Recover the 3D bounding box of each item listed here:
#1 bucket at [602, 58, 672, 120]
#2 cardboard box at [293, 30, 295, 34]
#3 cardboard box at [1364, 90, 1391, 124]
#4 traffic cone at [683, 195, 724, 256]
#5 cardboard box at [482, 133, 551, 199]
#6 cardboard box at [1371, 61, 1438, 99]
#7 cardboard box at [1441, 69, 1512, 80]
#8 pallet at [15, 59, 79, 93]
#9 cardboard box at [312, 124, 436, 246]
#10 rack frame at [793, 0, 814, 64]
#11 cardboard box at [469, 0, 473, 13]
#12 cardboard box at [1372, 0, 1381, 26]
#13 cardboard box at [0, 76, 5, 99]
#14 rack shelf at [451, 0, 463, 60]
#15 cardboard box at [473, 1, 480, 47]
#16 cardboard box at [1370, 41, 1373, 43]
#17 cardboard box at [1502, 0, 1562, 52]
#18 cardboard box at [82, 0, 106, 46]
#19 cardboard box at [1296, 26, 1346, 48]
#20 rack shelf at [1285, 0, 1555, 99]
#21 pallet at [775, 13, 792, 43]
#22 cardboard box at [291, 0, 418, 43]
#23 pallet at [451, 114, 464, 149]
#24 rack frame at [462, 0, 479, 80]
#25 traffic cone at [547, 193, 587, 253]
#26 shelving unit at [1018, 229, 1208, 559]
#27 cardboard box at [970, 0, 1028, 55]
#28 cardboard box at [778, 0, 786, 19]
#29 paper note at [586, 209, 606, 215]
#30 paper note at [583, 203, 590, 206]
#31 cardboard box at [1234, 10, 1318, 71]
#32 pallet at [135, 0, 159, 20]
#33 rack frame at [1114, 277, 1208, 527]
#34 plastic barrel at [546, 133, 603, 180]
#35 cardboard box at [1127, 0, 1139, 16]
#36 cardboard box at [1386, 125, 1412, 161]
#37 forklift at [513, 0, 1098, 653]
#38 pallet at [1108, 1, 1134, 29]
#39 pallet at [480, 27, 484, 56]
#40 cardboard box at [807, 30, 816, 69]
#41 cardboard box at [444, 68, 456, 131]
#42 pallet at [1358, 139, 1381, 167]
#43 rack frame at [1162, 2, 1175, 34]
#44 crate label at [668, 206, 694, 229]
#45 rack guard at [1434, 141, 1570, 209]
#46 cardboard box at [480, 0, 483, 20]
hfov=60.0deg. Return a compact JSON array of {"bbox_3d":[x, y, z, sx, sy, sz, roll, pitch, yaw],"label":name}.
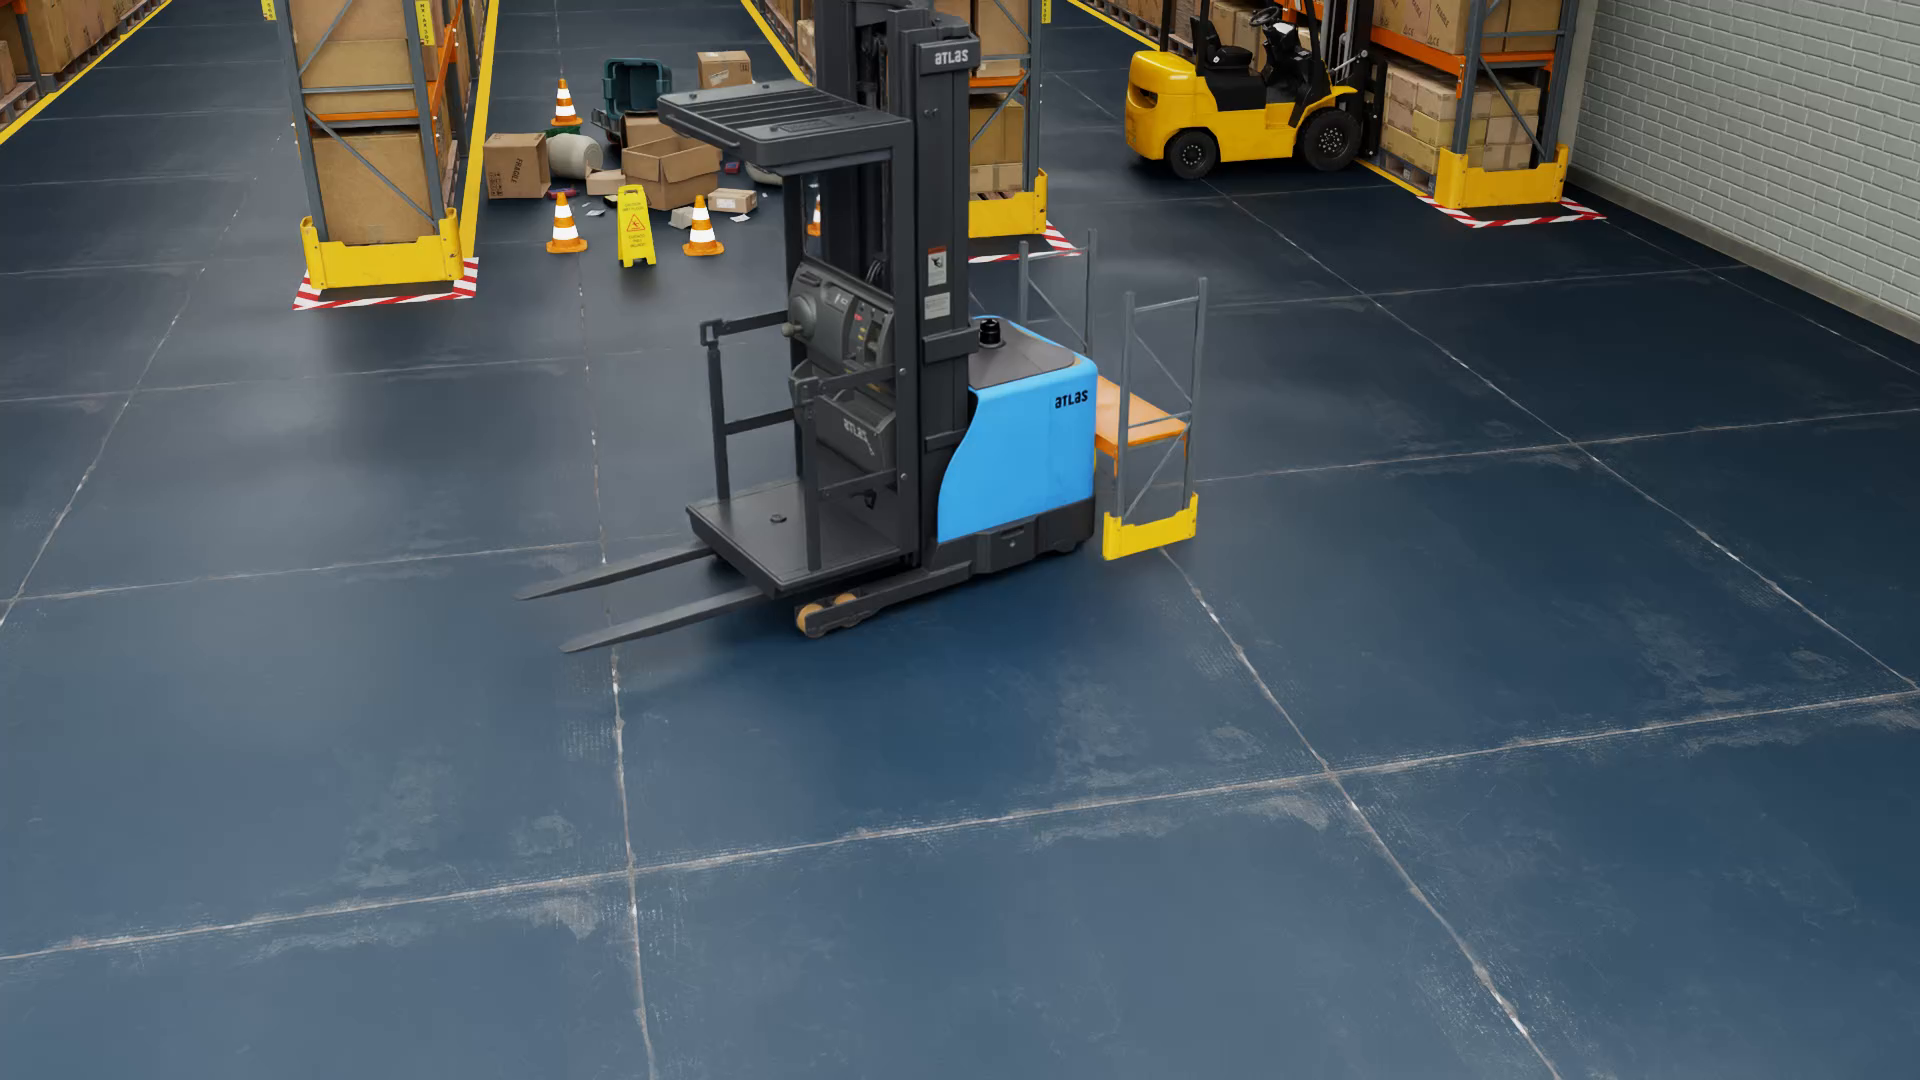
[{"bbox_3d":[-3.247,-4.615,17.009,0.726,0.611,0.620,3,17,6],"label":"bucket"},{"bbox_3d":[-4.895,-3.931,13.544,0.875,0.550,0.550,-6,27,-12],"label":"cardboard box"},{"bbox_3d":[4.359,-4.330,16.531,0.500,0.250,0.500,-7,28,-13],"label":"cardboard box"},{"bbox_3d":[-2.181,-2.677,14.041,0.336,0.463,0.334,-6,27,-12],"label":"traffic cone"},{"bbox_3d":[-4.174,-3.531,15.688,0.500,0.500,0.500,-1,27,-3],"label":"cardboard box"},{"bbox_3d":[4.361,-4.540,16.393,0.500,0.250,0.500,-6,27,-11],"label":"cardboard box"},{"bbox_3d":[4.973,-4.375,16.065,0.500,0.250,0.500,-6,27,-12],"label":"cardboard box"},{"bbox_3d":[-11.385,-5.629,20.167,1.003,0.211,1.213,-6,27,-12],"label":"pallet"},{"bbox_3d":[-4.840,-2.997,13.750,0.875,0.875,0.875,-6,27,-11],"label":"cardboard box"},{"bbox_3d":[-1.625,-7.526,20.832,1.000,3.000,0.127,-6,27,-12],"label":"rack frame"},{"bbox_3d":[-6.345,-6.713,20.696,0.500,0.250,0.500,-7,28,-14],"label":"cardboard box"},{"bbox_3d":[4.298,-5.427,16.562,0.500,0.500,0.500,-6,27,-11],"label":"cardboard box"},{"bbox_3d":[-10.973,-5.066,18.243,0.700,0.500,0.500,-8,28,-16],"label":"cardboard box"},{"bbox_3d":[-5.975,-5.780,18.170,1.077,0.370,4.000,-6,27,-12],"label":"rack shelf"},{"bbox_3d":[-6.453,-6.607,21.320,0.500,0.500,0.500,-6,27,-11],"label":"cardboard box"},{"bbox_3d":[4.539,-5.265,17.827,0.500,0.250,0.500,-6,27,-12],"label":"cardboard box"},{"bbox_3d":[5.172,-4.810,15.340,0.500,0.500,0.500,-5,27,-10],"label":"cardboard box"},{"bbox_3d":[-11.816,-6.843,21.371,1.225,0.875,0.875,-7,28,-13],"label":"cardboard box"},{"bbox_3d":[3.914,-5.438,18.170,0.500,0.250,0.500,-6,27,-12],"label":"cardboard box"},{"bbox_3d":[4.562,-5.076,16.777,1.077,0.370,4.000,-6,27,-12],"label":"rack shelf"},{"bbox_3d":[-2.001,-7.169,23.220,1.003,0.211,1.213,-6,27,-12],"label":"pallet"},{"bbox_3d":[-4.668,-4.183,12.843,0.875,0.550,0.550,-6,27,-12],"label":"cardboard box"},{"bbox_3d":[-5.771,-4.309,17.553,1.003,0.211,1.213,-6,27,-12],"label":"pallet"},{"bbox_3d":[-6.425,-6.979,19.748,1.000,3.000,0.127,-6,27,-12],"label":"rack frame"},{"bbox_3d":[-3.359,-2.712,14.109,0.336,0.463,0.334,-6,27,-12],"label":"traffic cone"},{"bbox_3d":[0.800,-0.837,9.243,0.587,1.500,1.083,-14,30,-26],"label":"shelving unit"},{"bbox_3d":[0.341,-4.427,14.252,0.500,0.500,0.500,-6,27,-12],"label":"cardboard box"},{"bbox_3d":[-2.098,-7.861,23.388,0.875,0.875,0.875,-5,27,-10],"label":"cardboard box"},{"bbox_3d":[-3.312,-2.983,15.128,0.144,0.017,0.142,3,27,6],"label":"paper note"},{"bbox_3d":[-3.459,-3.105,15.391,0.032,0.001,0.123,8,28,15],"label":"paper note"},{"bbox_3d":[3.815,-5.972,19.923,0.875,0.625,0.625,-6,27,-12],"label":"cardboard box"},{"bbox_3d":[-12.556,-7.909,24.686,1.003,0.211,1.213,-6,27,-12],"label":"pallet"},{"bbox_3d":[1.057,-0.634,8.842,0.500,1.500,0.032,-14,30,-26],"label":"rack frame"},{"bbox_3d":[-3.774,-3.731,16.171,0.512,0.421,0.421,13,30,24],"label":"plastic barrel"},{"bbox_3d":[2.682,-7.717,23.519,0.500,0.500,0.500,-5,27,-9],"label":"cardboard box"},{"bbox_3d":[4.496,-3.873,16.180,0.500,0.250,0.500,-6,27,-12],"label":"cardboard box"},{"bbox_3d":[-0.769,-1.093,8.162,3.031,2.935,1.130,-17,31,-30],"label":"forklift"},{"bbox_3d":[2.807,-7.653,24.178,1.003,0.211,1.213,-6,27,-12],"label":"pallet"},{"bbox_3d":[-6.872,-6.612,22.115,1.003,0.211,1.213,-6,27,-12],"label":"pallet"},{"bbox_3d":[-1.334,-5.968,20.196,0.950,0.372,0.625,-6,27,-13],"label":"cardboard box"},{"bbox_3d":[-5.751,-4.669,17.203,1.050,0.750,0.750,-6,27,-12],"label":"cardboard box"},{"bbox_3d":[4.528,-4.141,17.219,1.003,0.211,1.213,-6,27,-12],"label":"pallet"},{"bbox_3d":[3.210,-8.032,21.834,1.000,3.000,0.127,-6,27,-12],"label":"rack frame"},{"bbox_3d":[-2.419,-2.871,14.785,0.250,0.136,0.298,-23,35,-38],"label":"crate label"},{"bbox_3d":[5.018,-3.393,15.418,1.175,0.500,0.348,-6,27,-12],"label":"rack guard"},{"bbox_3d":[-6.915,-7.507,23.103,0.500,0.500,0.500,-6,27,-13],"label":"cardboard box"}]
